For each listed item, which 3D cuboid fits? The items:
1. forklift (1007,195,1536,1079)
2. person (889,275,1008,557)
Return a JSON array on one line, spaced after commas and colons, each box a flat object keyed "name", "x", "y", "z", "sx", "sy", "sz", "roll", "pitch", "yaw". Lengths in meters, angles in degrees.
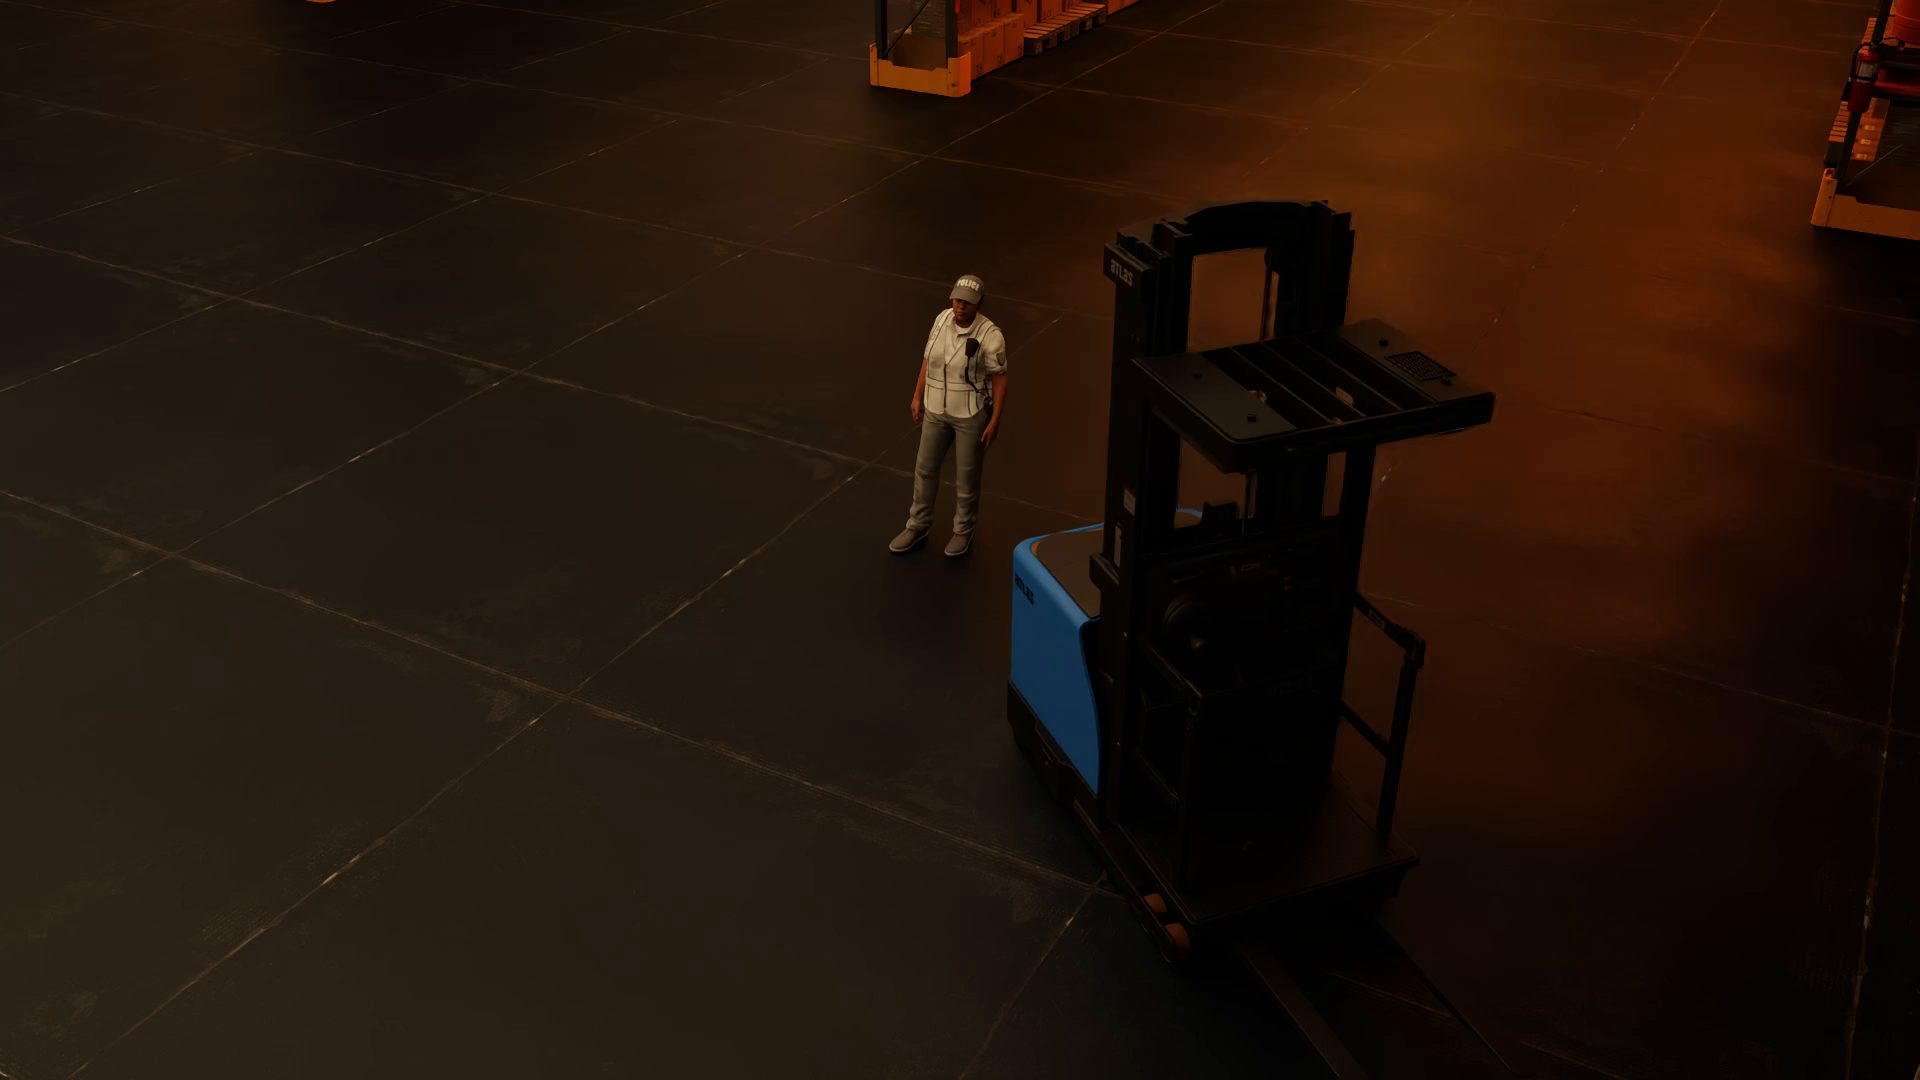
[{"name": "forklift", "x": 1.254, "y": 0.256, "z": 6.627, "sx": 1.130, "sy": 2.935, "sz": 3.031, "roll": -11, "pitch": 32, "yaw": -19}, {"name": "person", "x": -0.057, "y": -0.700, "z": 9.534, "sx": 0.598, "sy": 1.670, "sz": 0.529, "roll": 15, "pitch": 33, "yaw": 25}]
